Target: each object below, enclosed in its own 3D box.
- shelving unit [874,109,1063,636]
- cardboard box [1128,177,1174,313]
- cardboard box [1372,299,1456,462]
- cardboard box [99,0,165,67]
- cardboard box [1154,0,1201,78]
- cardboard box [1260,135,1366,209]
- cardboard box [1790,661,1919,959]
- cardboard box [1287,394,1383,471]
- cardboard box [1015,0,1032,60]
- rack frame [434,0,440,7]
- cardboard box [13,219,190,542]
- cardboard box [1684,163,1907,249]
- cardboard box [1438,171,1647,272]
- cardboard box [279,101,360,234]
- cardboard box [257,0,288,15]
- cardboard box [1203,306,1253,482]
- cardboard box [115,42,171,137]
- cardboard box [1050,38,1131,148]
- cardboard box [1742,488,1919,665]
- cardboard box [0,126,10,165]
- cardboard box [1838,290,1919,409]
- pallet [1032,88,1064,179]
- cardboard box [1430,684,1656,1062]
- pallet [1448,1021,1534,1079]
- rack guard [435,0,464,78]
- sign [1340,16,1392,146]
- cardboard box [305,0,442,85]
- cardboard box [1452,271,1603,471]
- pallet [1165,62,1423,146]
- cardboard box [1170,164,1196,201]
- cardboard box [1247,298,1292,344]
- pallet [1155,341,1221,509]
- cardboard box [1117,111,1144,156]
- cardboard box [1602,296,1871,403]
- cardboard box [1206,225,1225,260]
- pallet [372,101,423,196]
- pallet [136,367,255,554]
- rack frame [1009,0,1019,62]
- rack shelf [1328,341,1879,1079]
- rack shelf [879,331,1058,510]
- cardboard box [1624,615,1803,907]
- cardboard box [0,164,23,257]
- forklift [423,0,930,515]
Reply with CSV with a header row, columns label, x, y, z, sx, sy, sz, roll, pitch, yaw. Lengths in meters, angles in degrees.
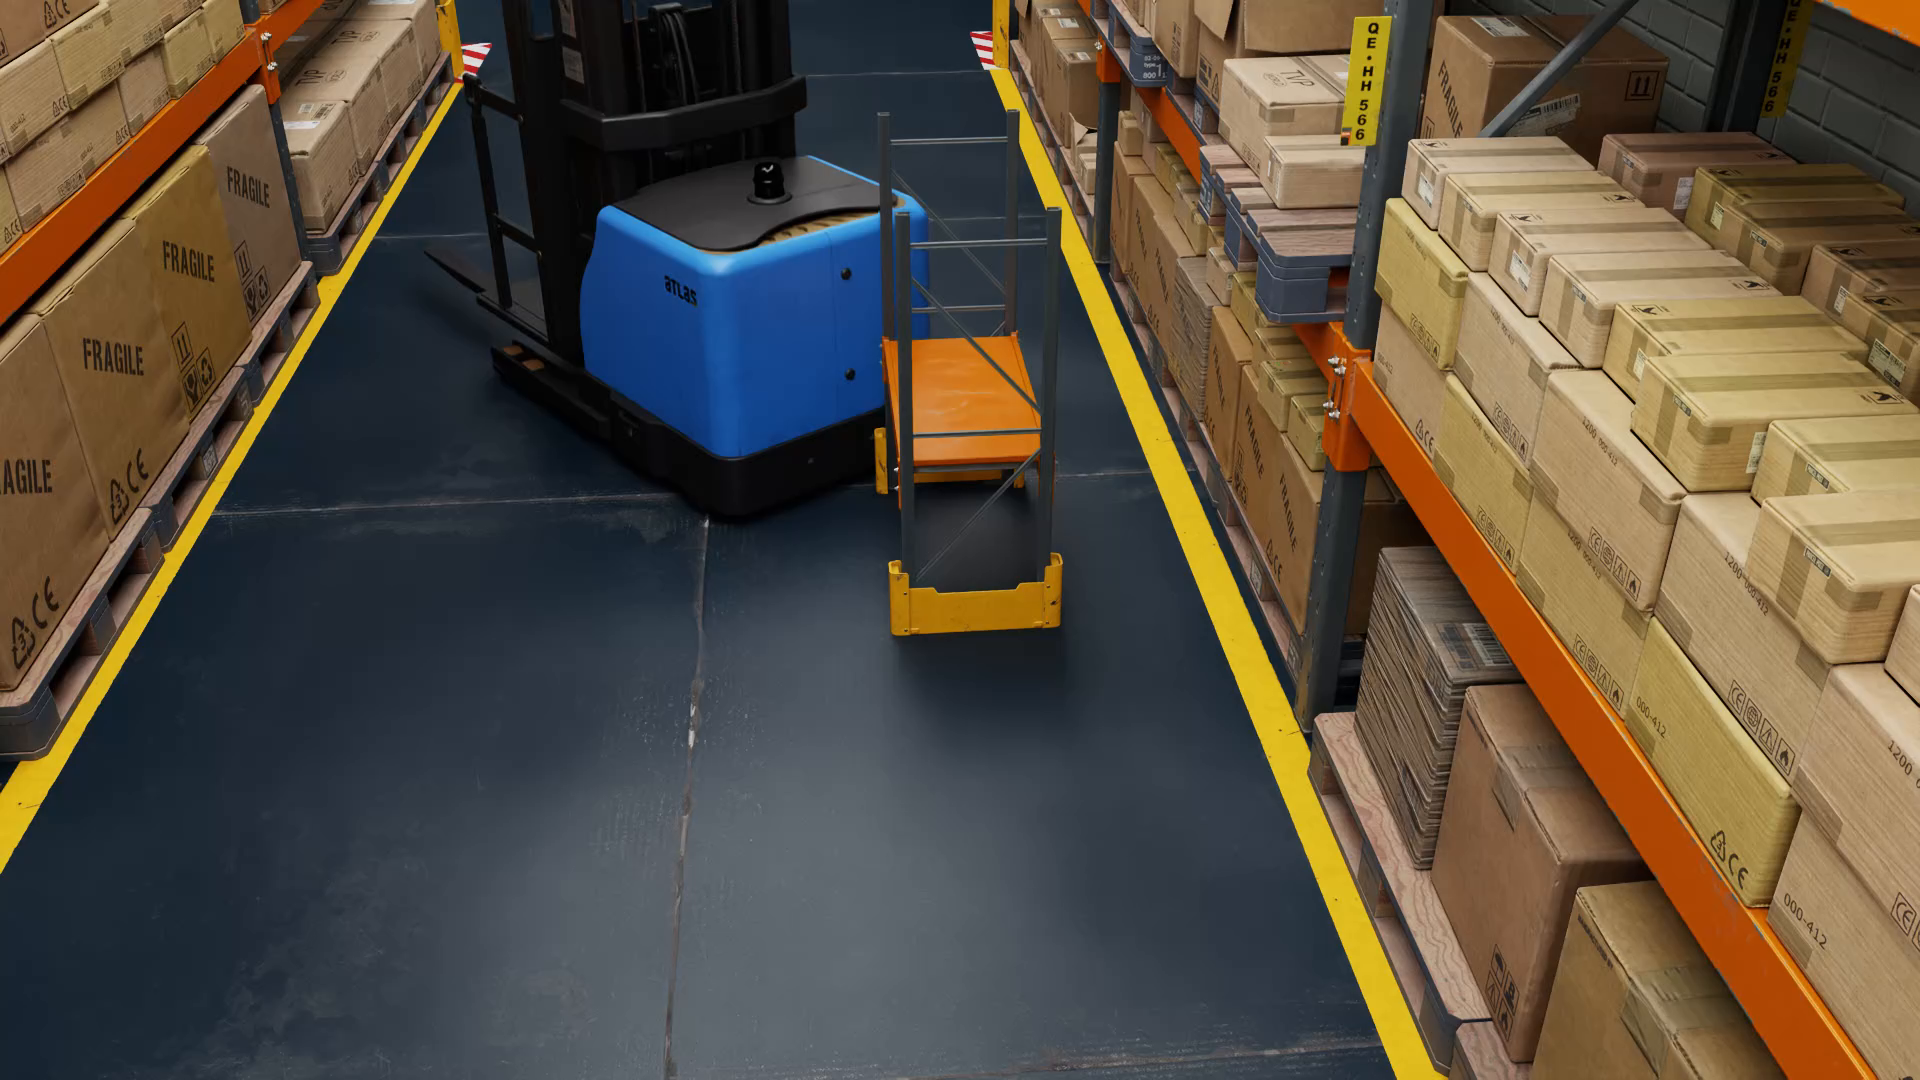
label,x,y,z,sx,sy,sz,roll,pitch,yaw
shelving unit,0.007,-0.605,5.800,0.587,1.500,1.083,-3,31,-5
cardboard box,1.077,-1.347,7.609,0.500,0.500,0.500,-3,31,-5
cardboard box,1.368,-0.425,4.182,0.500,0.250,0.500,-3,31,-4
cardboard box,-3.354,-1.947,6.244,0.500,0.250,0.500,-2,31,-3
cardboard box,1.140,-2.070,6.283,0.700,0.500,0.500,-3,31,-5
cardboard box,1.126,-1.117,5.030,0.380,0.149,0.250,-2,31,-4
cardboard box,1.546,0.403,2.309,0.500,0.250,0.500,-2,31,-4
cardboard box,1.271,-0.353,5.311,0.380,0.149,0.250,-4,31,-7
cardboard box,0.785,-3.603,11.382,0.797,0.503,0.637,-4,31,-7
rack frame,-4.119,-4.572,10.979,1.000,3.000,0.127,-3,31,-5
cardboard box,-3.433,-0.568,5.938,0.875,0.875,0.875,-2,31,-4
cardboard box,1.937,-0.764,3.874,0.380,0.149,0.250,-2,31,-3
cardboard box,1.332,-0.736,3.826,0.380,0.149,0.250,-2,31,-4
cardboard box,-3.697,-1.936,8.655,0.875,0.438,0.875,-3,31,-5
cardboard box,-3.529,-2.825,7.956,0.500,0.500,0.500,-2,31,-3
cardboard box,1.228,-0.563,6.296,0.500,0.500,0.500,-1,31,-2
cardboard box,-3.378,-1.730,6.367,0.500,0.250,0.500,-4,31,-6
cardboard box,0.923,-2.634,9.762,0.700,0.500,0.500,-4,31,-6
cardboard box,1.440,0.047,2.516,0.380,0.149,0.250,-4,31,-6
cardboard box,-3.221,-1.172,4.946,0.500,0.250,0.500,-2,31,-3
cardboard box,1.940,-0.370,3.214,0.380,0.149,0.250,-3,31,-5
pallet,1.016,-2.547,10.309,1.003,0.211,1.213,-3,31,-5
cardboard box,1.683,0.764,3.951,0.875,0.625,0.625,-2,31,-3
pallet,1.719,1.514,3.510,1.003,0.211,1.213,-3,31,-5
rack guard,-4.122,-3.511,11.641,1.175,0.500,0.348,-3,31,-5
sign,1.030,-1.159,4.214,0.100,0.325,0.005,-3,31,-5
cardboard box,-3.958,-3.320,10.972,0.875,0.438,0.875,-4,31,-6
cardboard box,1.414,-0.384,3.626,0.500,0.250,0.500,-2,31,-3
pallet,1.383,-1.637,6.253,1.003,0.211,1.213,-3,31,-5
cardboard box,1.142,-1.552,7.318,0.380,0.149,0.250,-3,31,-5
cardboard box,1.255,-0.764,6.000,0.380,0.149,0.250,-2,31,-3
pallet,1.427,-0.534,6.939,1.003,0.211,1.213,-3,31,-5
cardboard box,0.965,-1.959,8.000,0.380,0.149,0.250,-1,31,-2
cardboard box,1.472,-0.346,3.174,0.380,0.149,0.250,-2,31,-4
cardboard box,1.203,-1.159,6.661,0.380,0.149,0.250,-3,31,-4
pallet,-3.856,-2.349,9.977,1.003,0.211,1.213,-3,31,-5
pallet,-3.481,-0.318,6.576,1.003,0.211,1.213,-3,31,-5
rack frame,0.822,-4.812,11.380,1.000,3.000,0.127,-3,31,-5
rack shelf,1.757,0.603,3.017,1.077,0.370,4.000,-3,31,-5
rack shelf,0.008,-0.446,5.885,0.538,0.185,1.000,-3,31,-5
cardboard box,1.512,0.360,2.868,0.500,0.250,0.500,-2,31,-3
cardboard box,-3.233,-0.946,5.055,0.500,0.250,0.500,-4,31,-6
forklift,-1.433,-2.033,6.795,1.130,2.935,3.031,-23,38,-34
